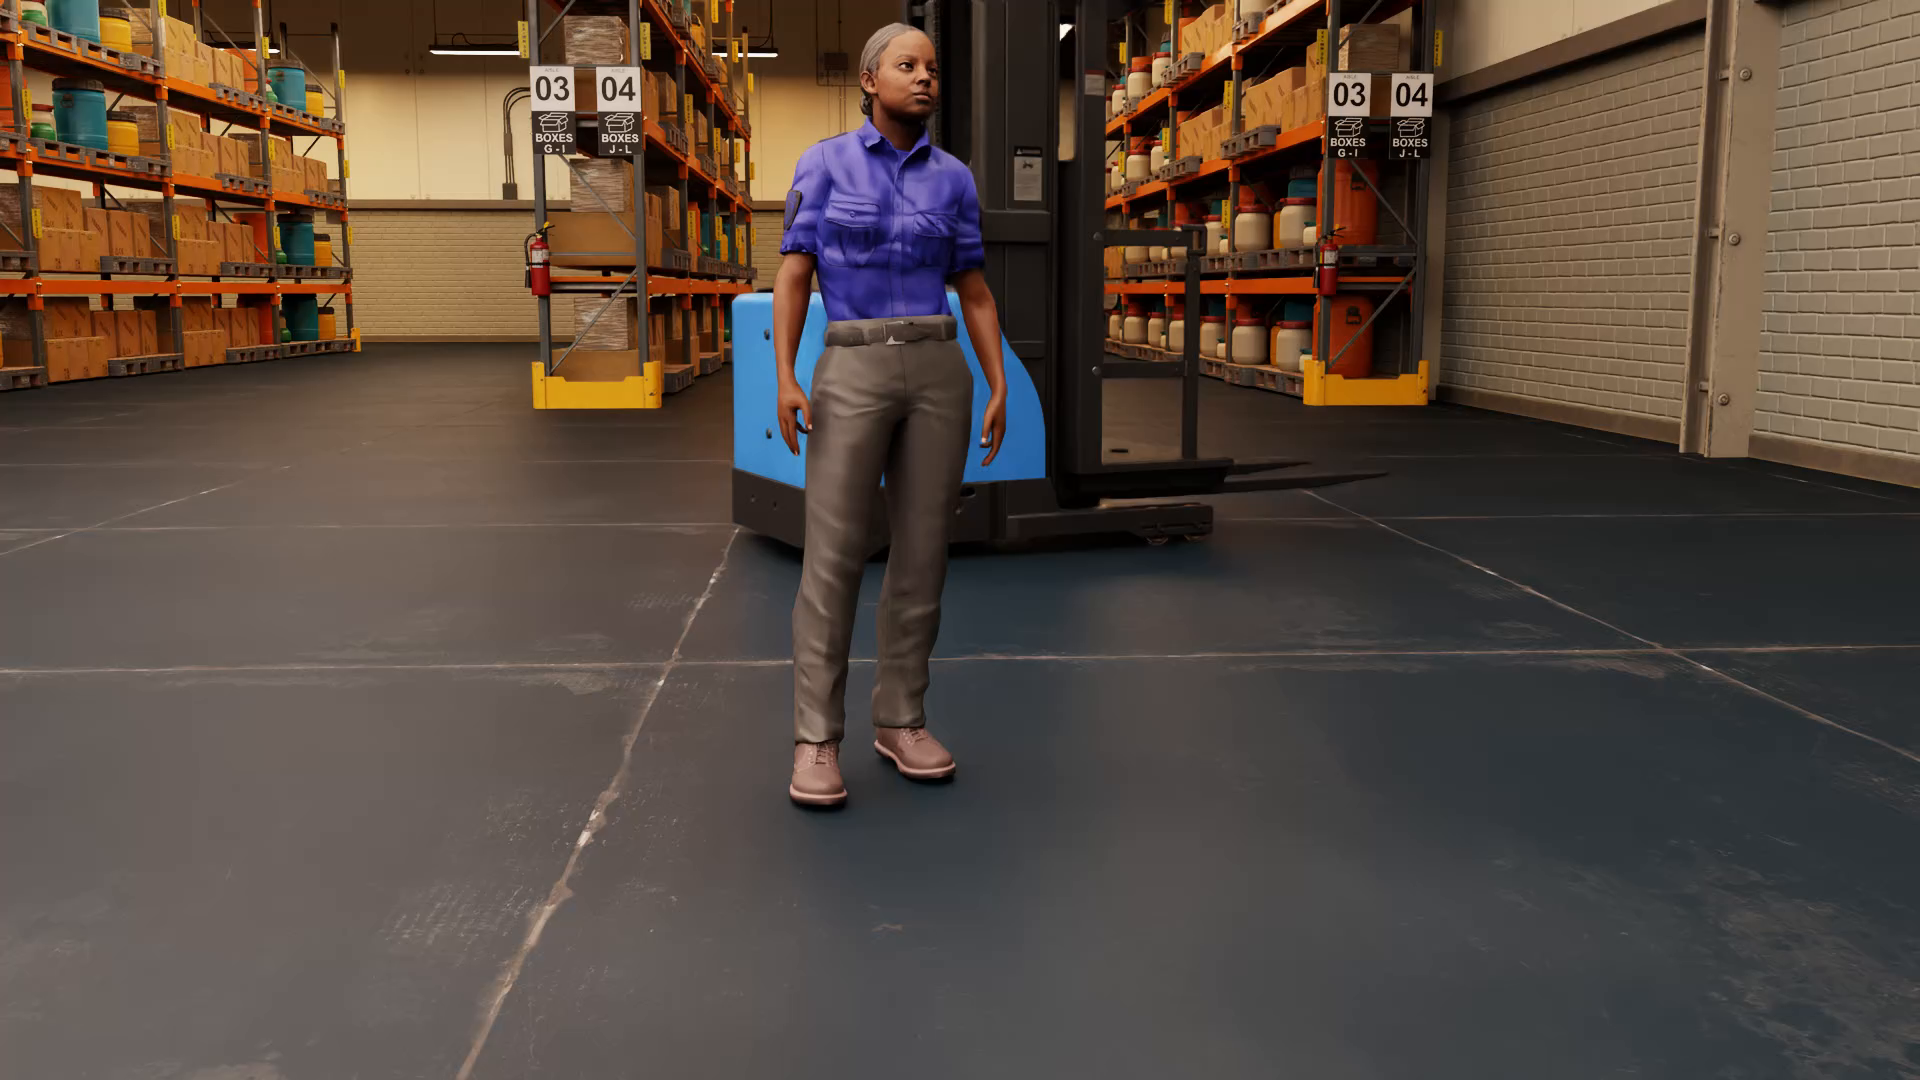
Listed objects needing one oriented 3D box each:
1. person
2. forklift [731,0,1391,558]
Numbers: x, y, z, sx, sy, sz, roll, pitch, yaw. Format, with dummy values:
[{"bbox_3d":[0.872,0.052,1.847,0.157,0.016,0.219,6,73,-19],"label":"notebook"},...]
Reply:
[{"bbox_3d":[-0.144,-0.301,3.651,0.569,1.654,0.504,-3,9,-19],"label":"person"},{"bbox_3d":[0.547,-1.496,7.409,3.031,2.935,1.130,-4,9,-25],"label":"forklift"}]
